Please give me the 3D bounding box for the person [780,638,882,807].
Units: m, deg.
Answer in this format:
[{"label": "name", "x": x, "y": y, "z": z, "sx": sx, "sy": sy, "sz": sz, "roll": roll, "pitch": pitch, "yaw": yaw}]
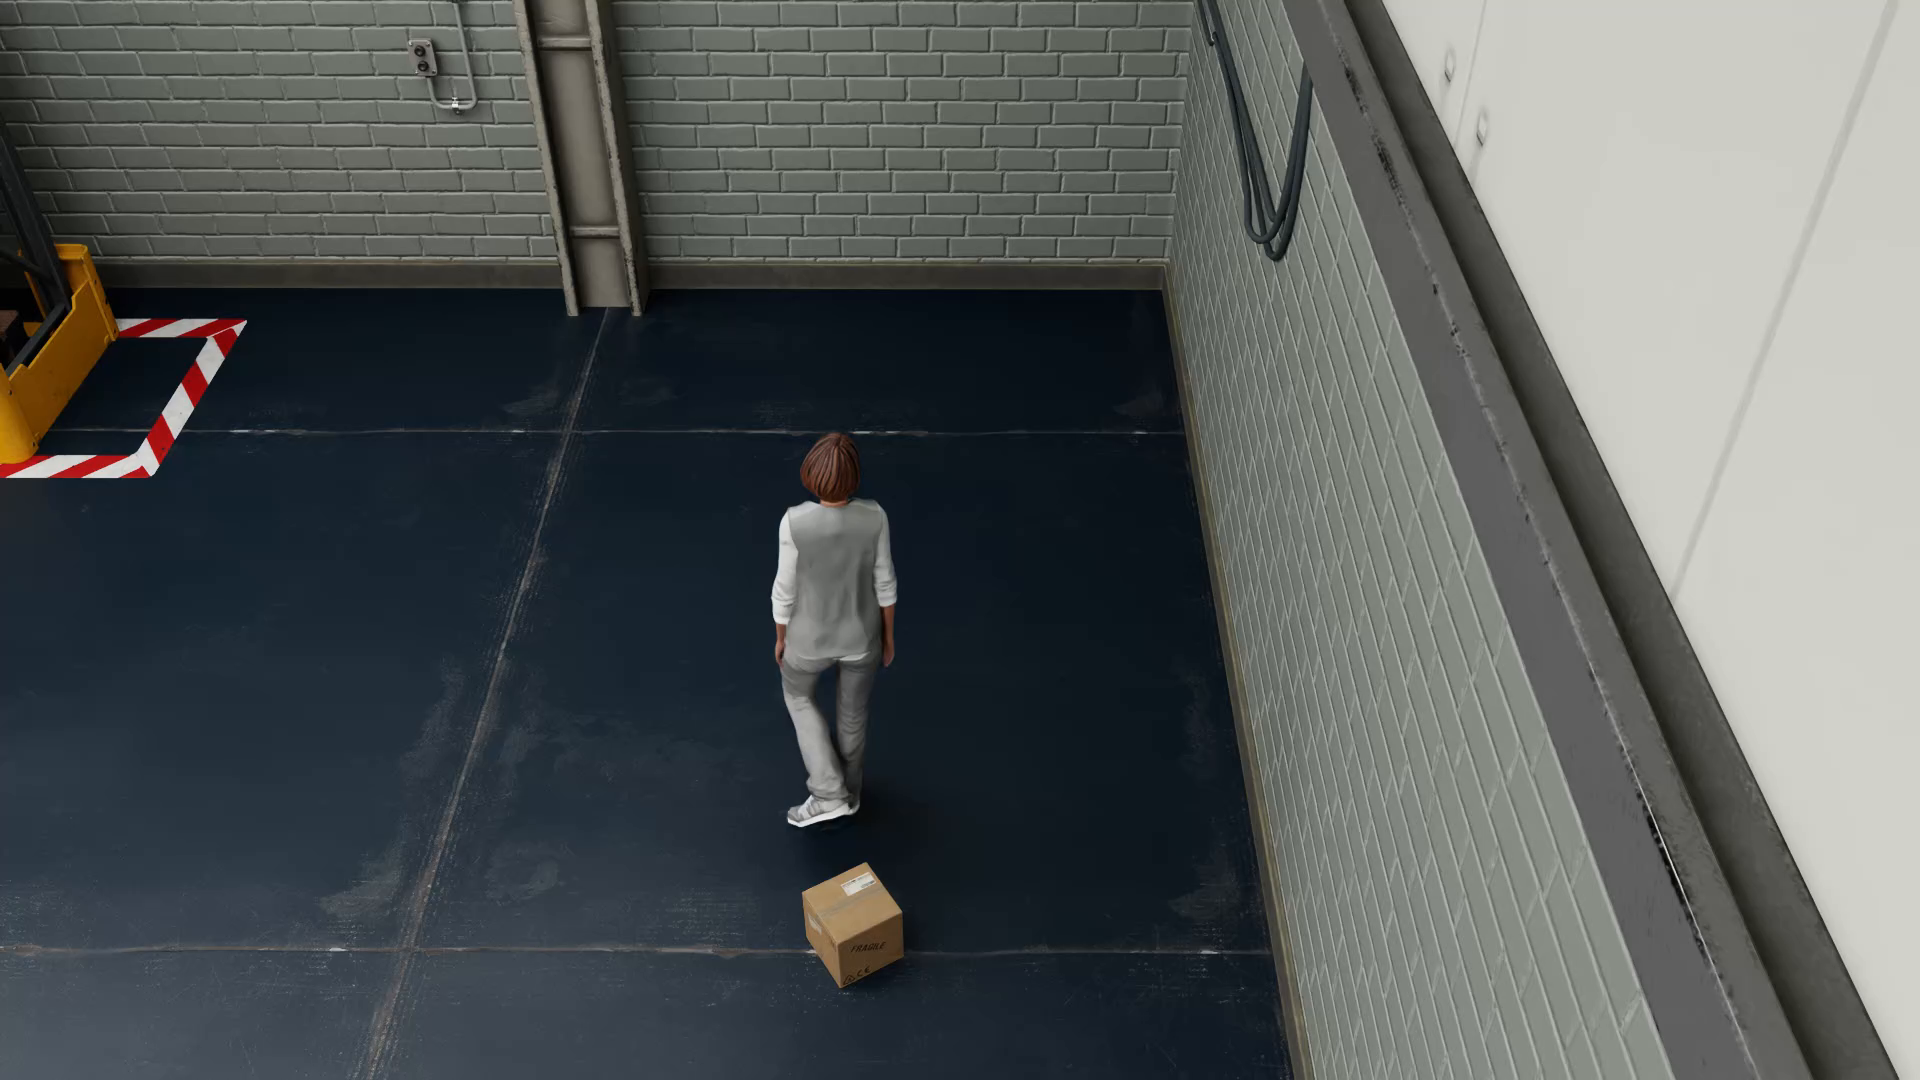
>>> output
[{"label": "person", "x": -0.437, "y": 0.609, "z": 5.894, "sx": 0.356, "sy": 0.852, "sz": 0.419, "roll": -8, "pitch": 41, "yaw": -9}]
